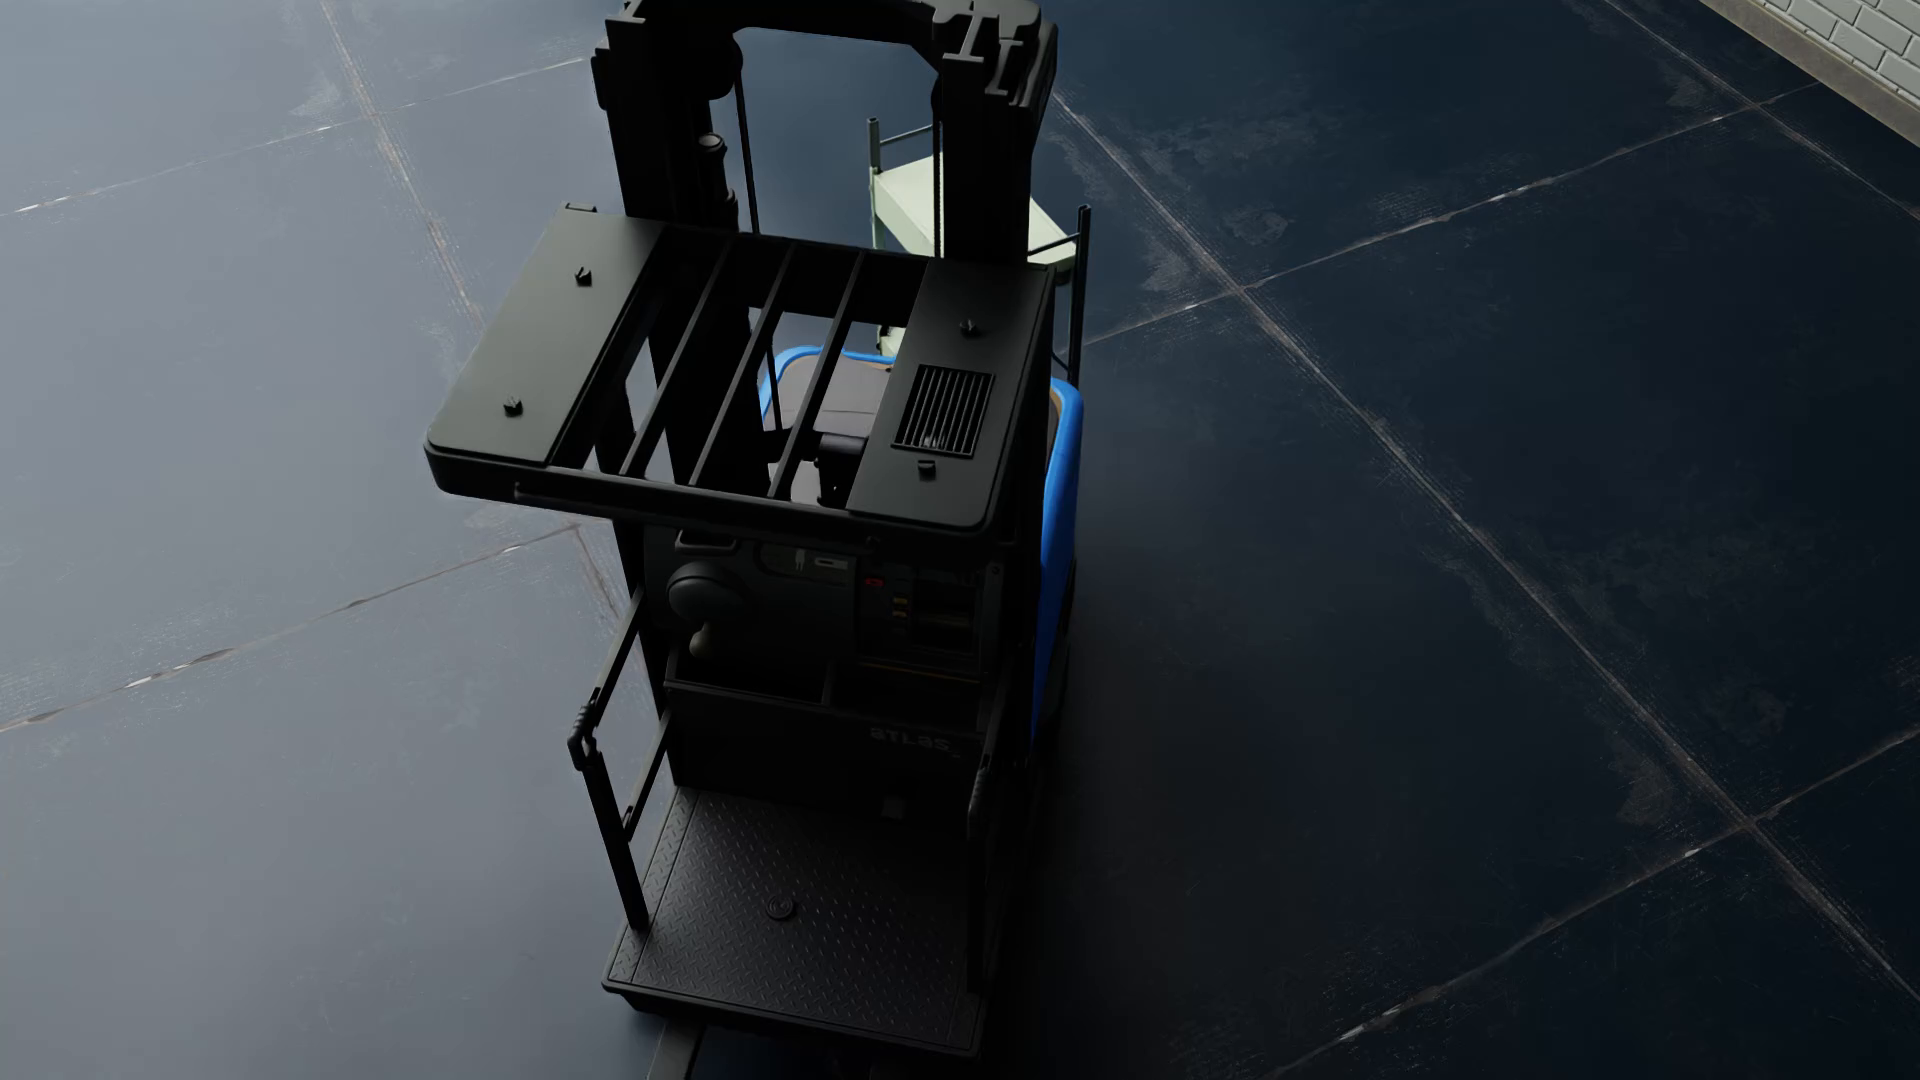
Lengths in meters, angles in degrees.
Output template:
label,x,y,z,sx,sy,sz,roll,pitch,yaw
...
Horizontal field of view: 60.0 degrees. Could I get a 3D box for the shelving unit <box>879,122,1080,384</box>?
label,x,y,z,sx,sy,sz,roll,pitch,yaw
shelving unit,0.052,-0.714,5.878,0.380,1.308,0.742,-23,53,-19

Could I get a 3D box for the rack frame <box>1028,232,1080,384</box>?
label,x,y,z,sx,sy,sz,roll,pitch,yaw
rack frame,0.229,-0.473,5.667,0.380,1.308,0.010,-23,53,-19

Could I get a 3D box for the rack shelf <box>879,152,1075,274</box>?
label,x,y,z,sx,sy,sz,roll,pitch,yaw
rack shelf,0.051,-1.058,5.483,0.368,0.052,0.686,-23,53,-19

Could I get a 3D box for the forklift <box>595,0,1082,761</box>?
label,x,y,z,sx,sy,sz,roll,pitch,yaw
forklift,-0.401,0.251,4.083,1.109,2.935,3.031,9,49,8

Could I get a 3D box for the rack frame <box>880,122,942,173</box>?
label,x,y,z,sx,sy,sz,roll,pitch,yaw
rack frame,-0.126,-0.955,6.089,0.380,1.308,0.010,-23,53,-19
